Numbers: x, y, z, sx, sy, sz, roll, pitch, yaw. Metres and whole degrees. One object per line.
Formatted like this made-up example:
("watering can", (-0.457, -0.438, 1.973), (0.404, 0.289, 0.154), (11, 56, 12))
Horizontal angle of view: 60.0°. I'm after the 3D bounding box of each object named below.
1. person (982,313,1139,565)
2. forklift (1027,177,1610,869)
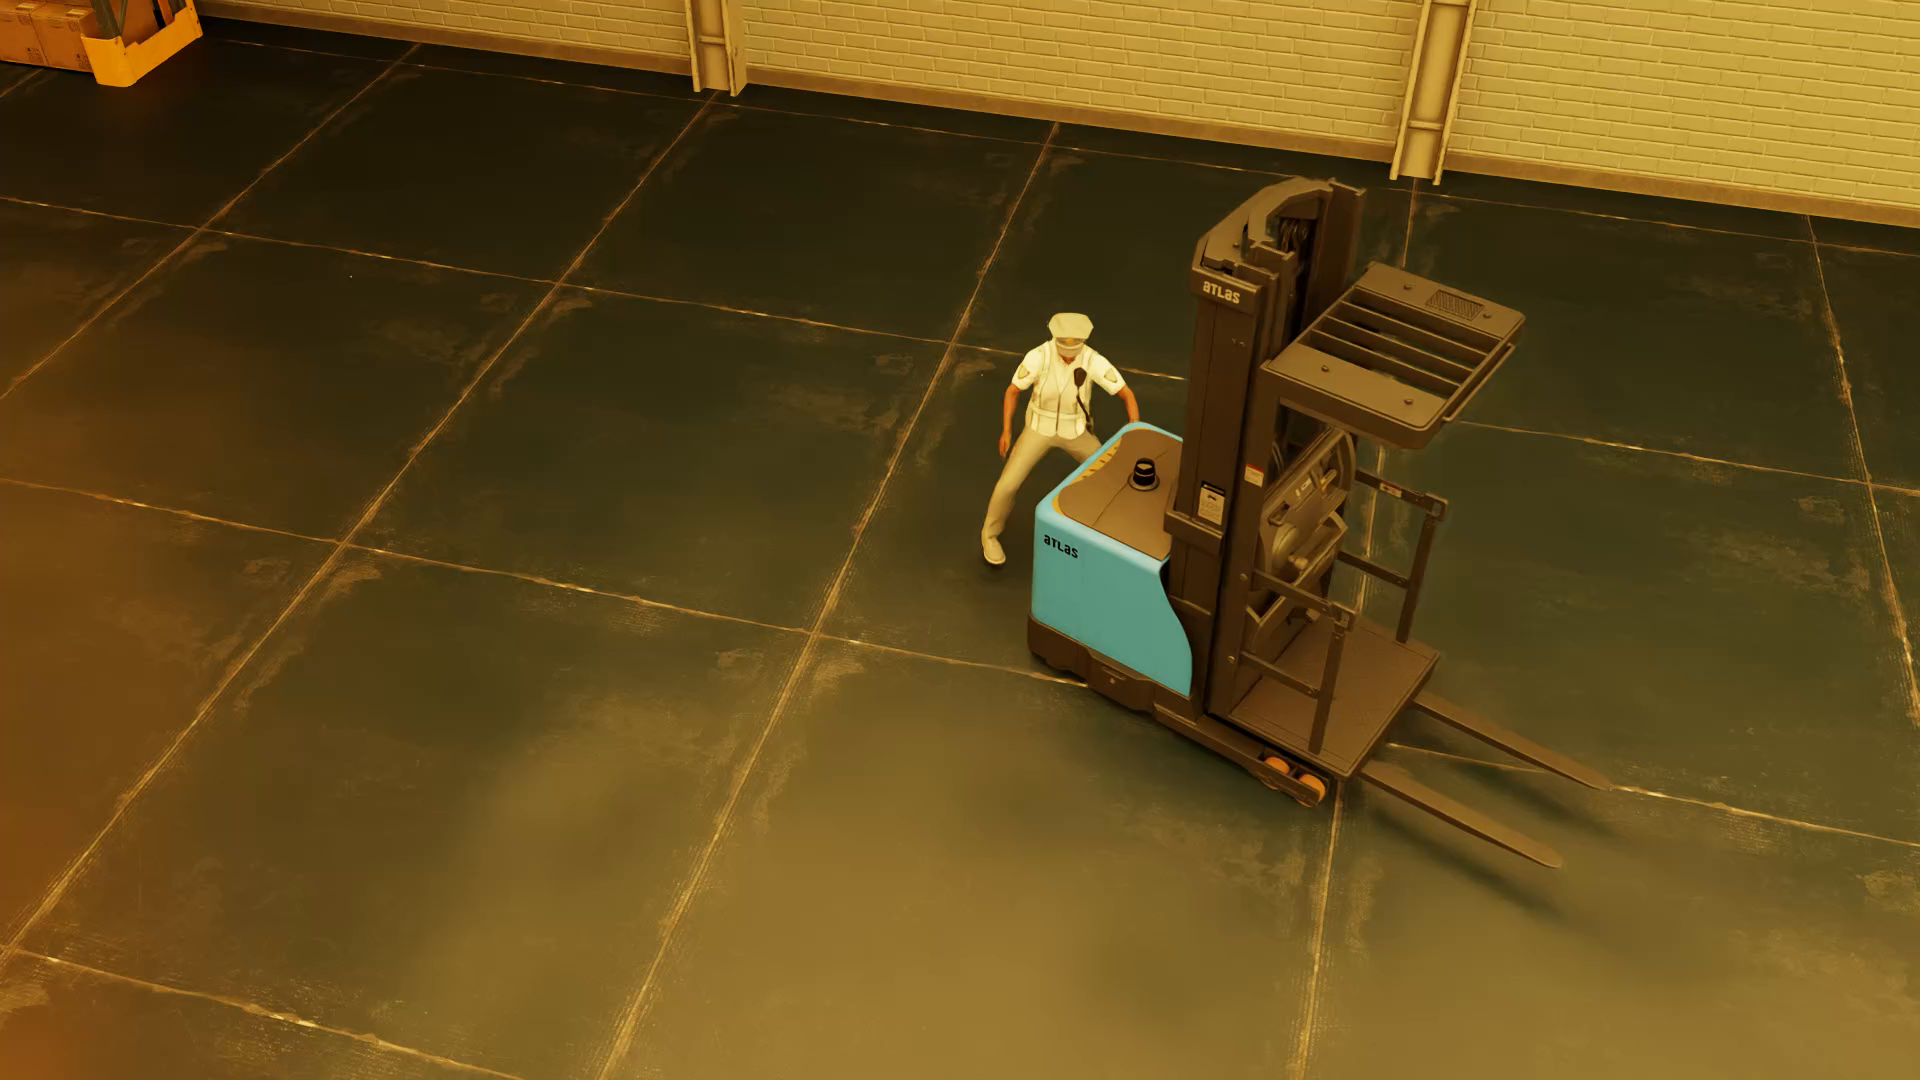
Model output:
("person", (0.619, -0.610, 9.670), (0.936, 1.525, 0.859), (4, 41, 5))
("forklift", (1.859, -0.137, 8.018), (3.031, 2.935, 1.130), (26, 48, 27))
